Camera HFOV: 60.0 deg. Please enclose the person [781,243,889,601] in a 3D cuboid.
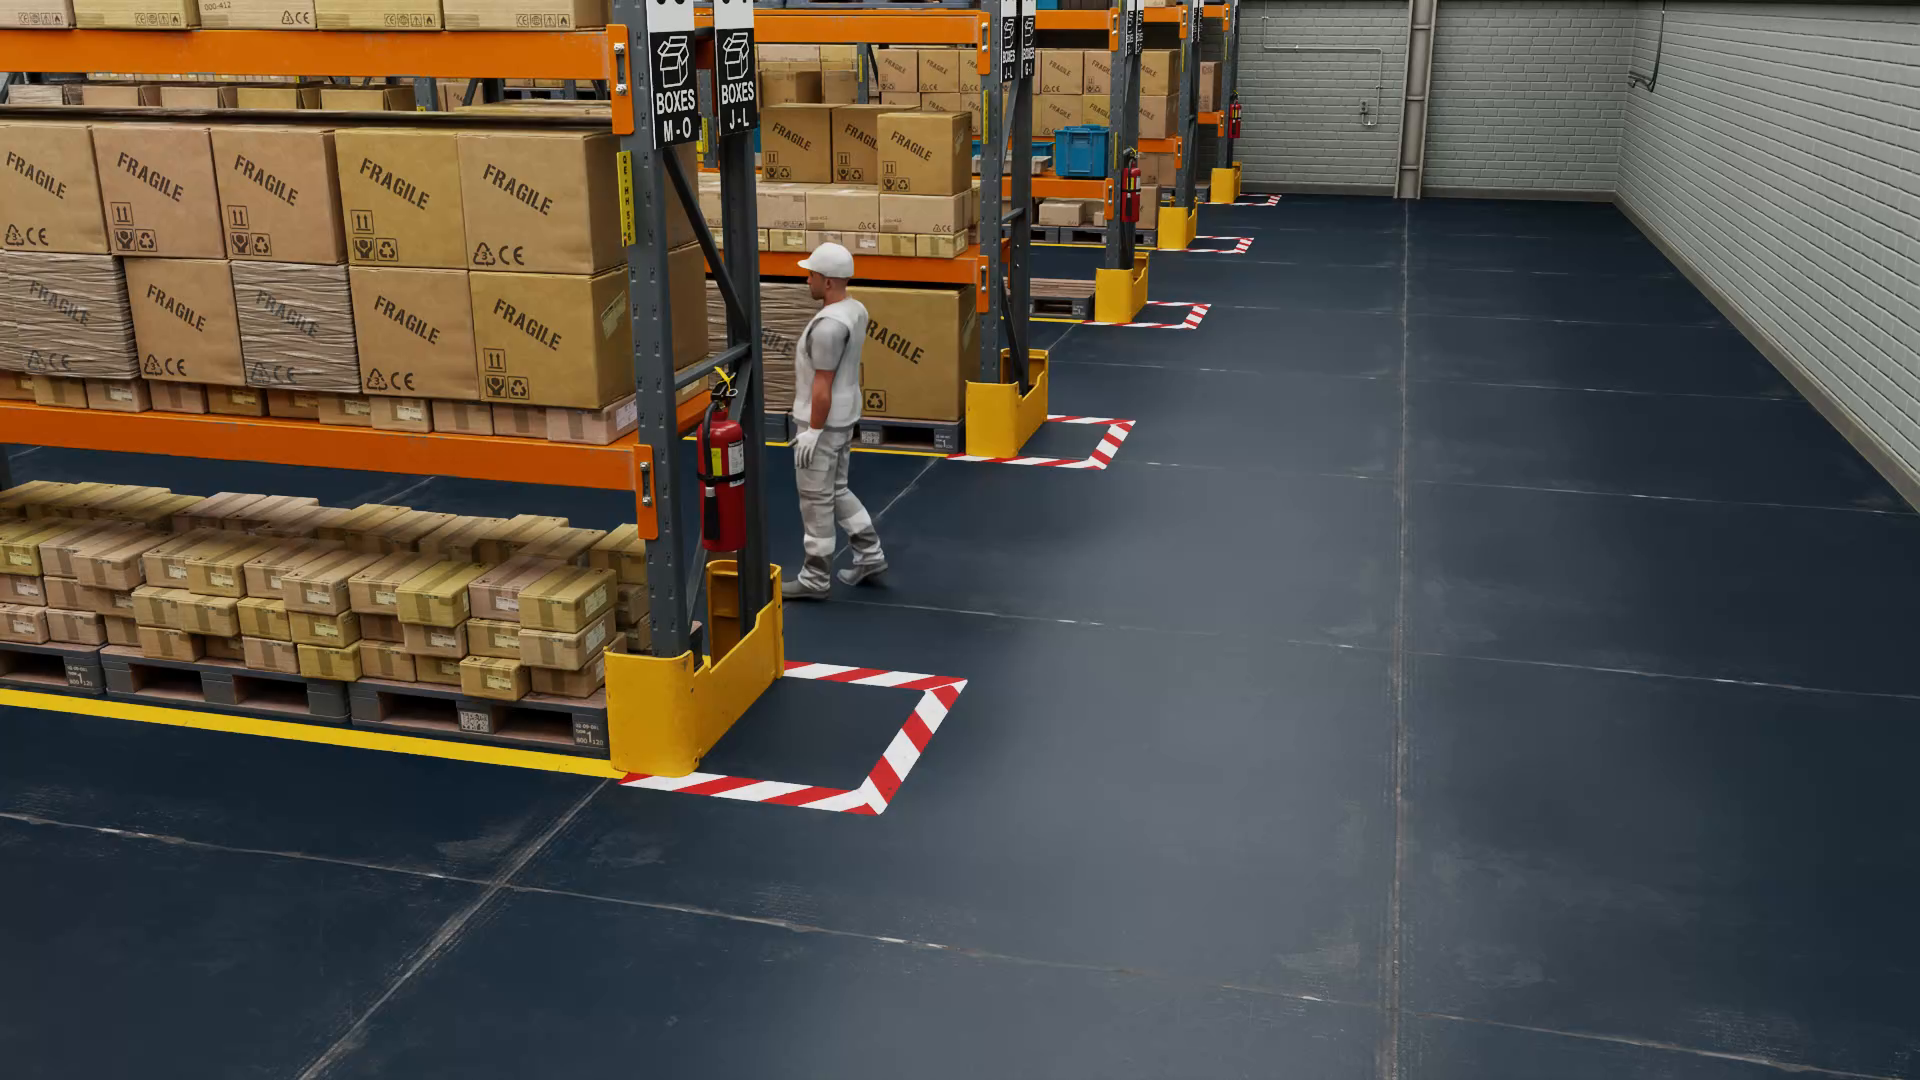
[{"bbox_3d":[-0.684,-0.569,8.262,0.543,1.807,0.589,4,19,12],"label":"person"}]
